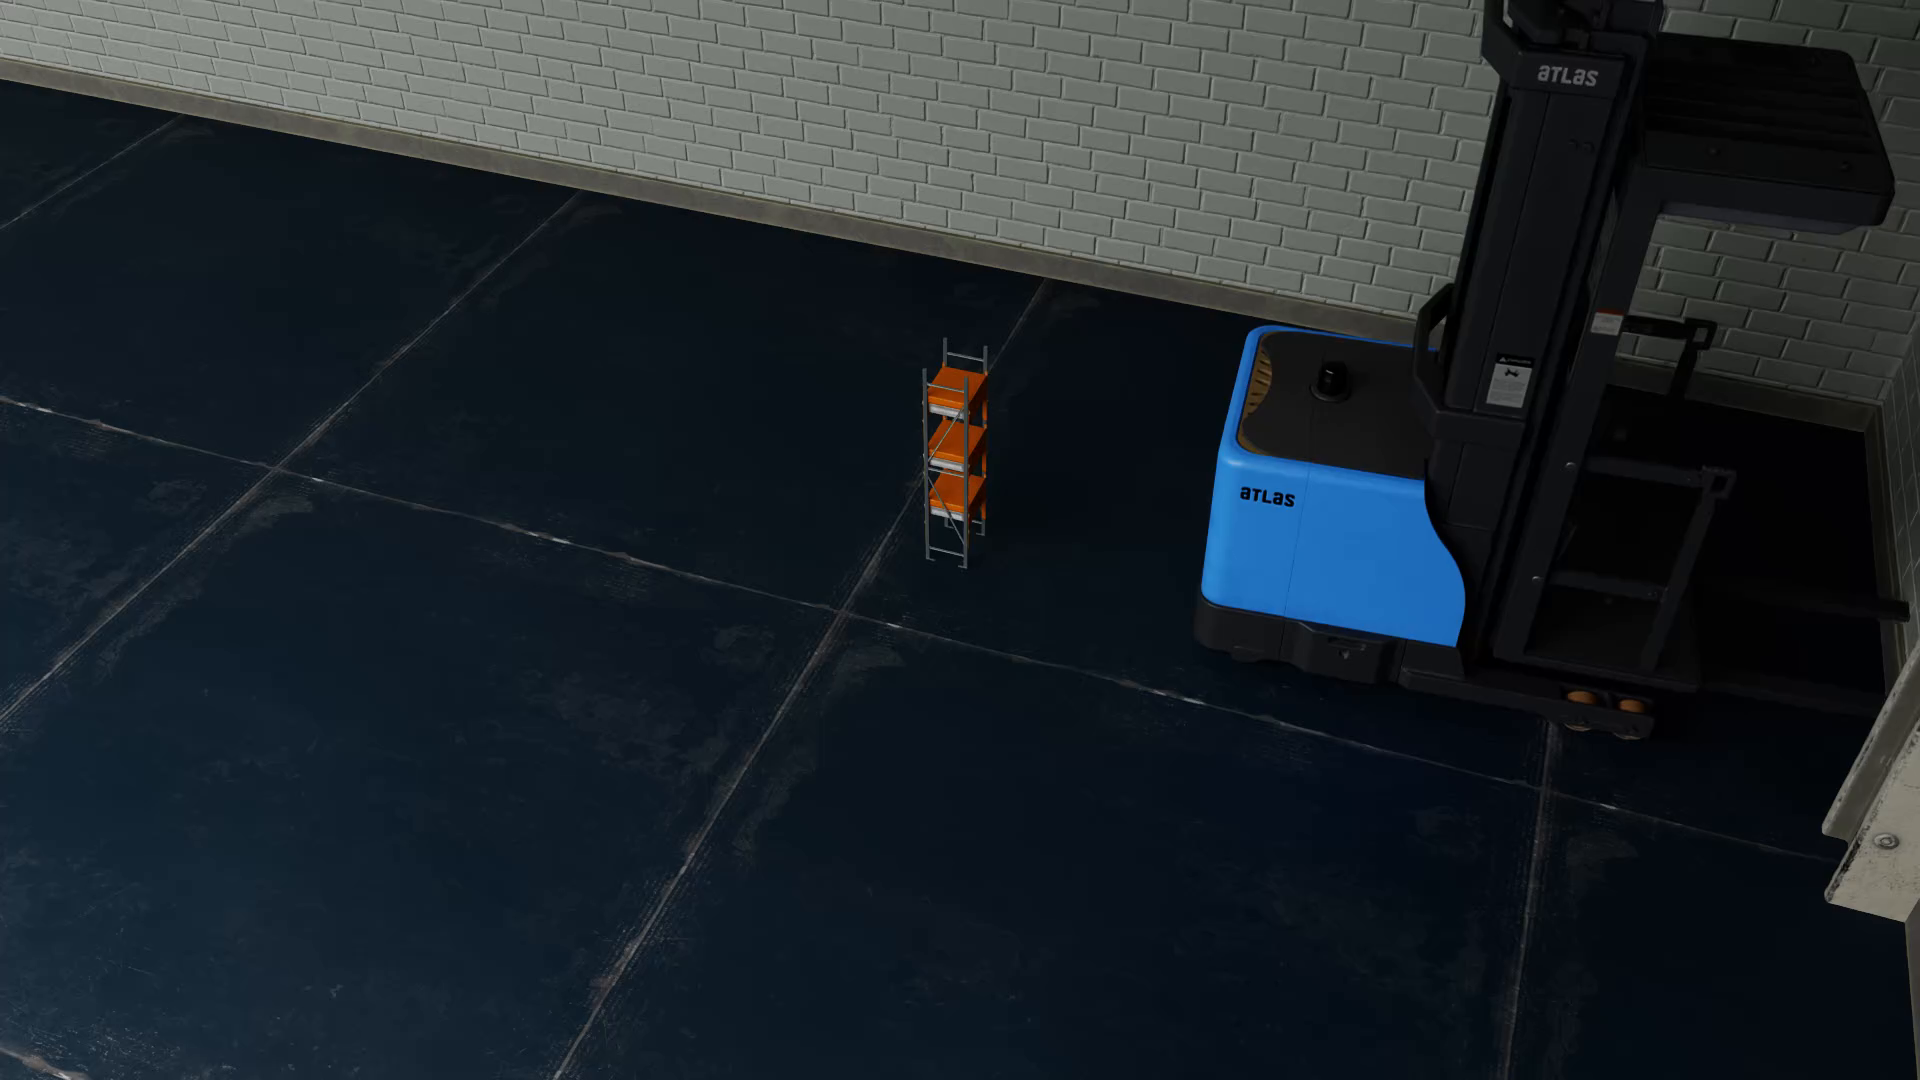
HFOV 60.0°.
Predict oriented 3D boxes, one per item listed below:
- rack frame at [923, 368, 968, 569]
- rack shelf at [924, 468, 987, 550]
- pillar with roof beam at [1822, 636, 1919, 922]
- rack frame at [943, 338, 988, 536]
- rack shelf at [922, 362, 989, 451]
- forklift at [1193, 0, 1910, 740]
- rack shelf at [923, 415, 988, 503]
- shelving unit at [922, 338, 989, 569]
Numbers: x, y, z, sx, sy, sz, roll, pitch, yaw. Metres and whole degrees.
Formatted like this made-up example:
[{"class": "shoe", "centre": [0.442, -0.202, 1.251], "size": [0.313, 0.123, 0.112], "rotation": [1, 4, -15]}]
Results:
[{"class": "rack frame", "centre": [-0.060, -0.292, 7.237], "size": [0.200, 1.050, 0.008], "rotation": [13, 42, 15]}, {"class": "rack shelf", "centre": [-0.018, -0.147, 7.512], "size": [0.215, 0.259, 0.240], "rotation": [13, 42, 15]}, {"class": "pillar with roof beam", "centre": [-0.639, -3.131, 4.440], "size": [9.100, 9.000, 0.400], "rotation": [13, 42, 15]}, {"class": "rack frame", "centre": [0.023, -0.441, 7.412], "size": [0.200, 1.050, 0.008], "rotation": [13, 42, 15]}, {"class": "rack shelf", "centre": [-0.018, -0.575, 7.147], "size": [0.215, 0.259, 0.240], "rotation": [13, 42, 15]}, {"class": "forklift", "centre": [2.573, -0.688, 6.252], "size": [3.031, 2.935, 1.130], "rotation": [10, 41, 11]}, {"class": "rack shelf", "centre": [-0.018, -0.359, 7.331], "size": [0.215, 0.259, 0.240], "rotation": [13, 42, 15]}, {"class": "shelving unit", "centre": [-0.018, -0.367, 7.325], "size": [0.215, 1.050, 0.252], "rotation": [13, 42, 15]}]
